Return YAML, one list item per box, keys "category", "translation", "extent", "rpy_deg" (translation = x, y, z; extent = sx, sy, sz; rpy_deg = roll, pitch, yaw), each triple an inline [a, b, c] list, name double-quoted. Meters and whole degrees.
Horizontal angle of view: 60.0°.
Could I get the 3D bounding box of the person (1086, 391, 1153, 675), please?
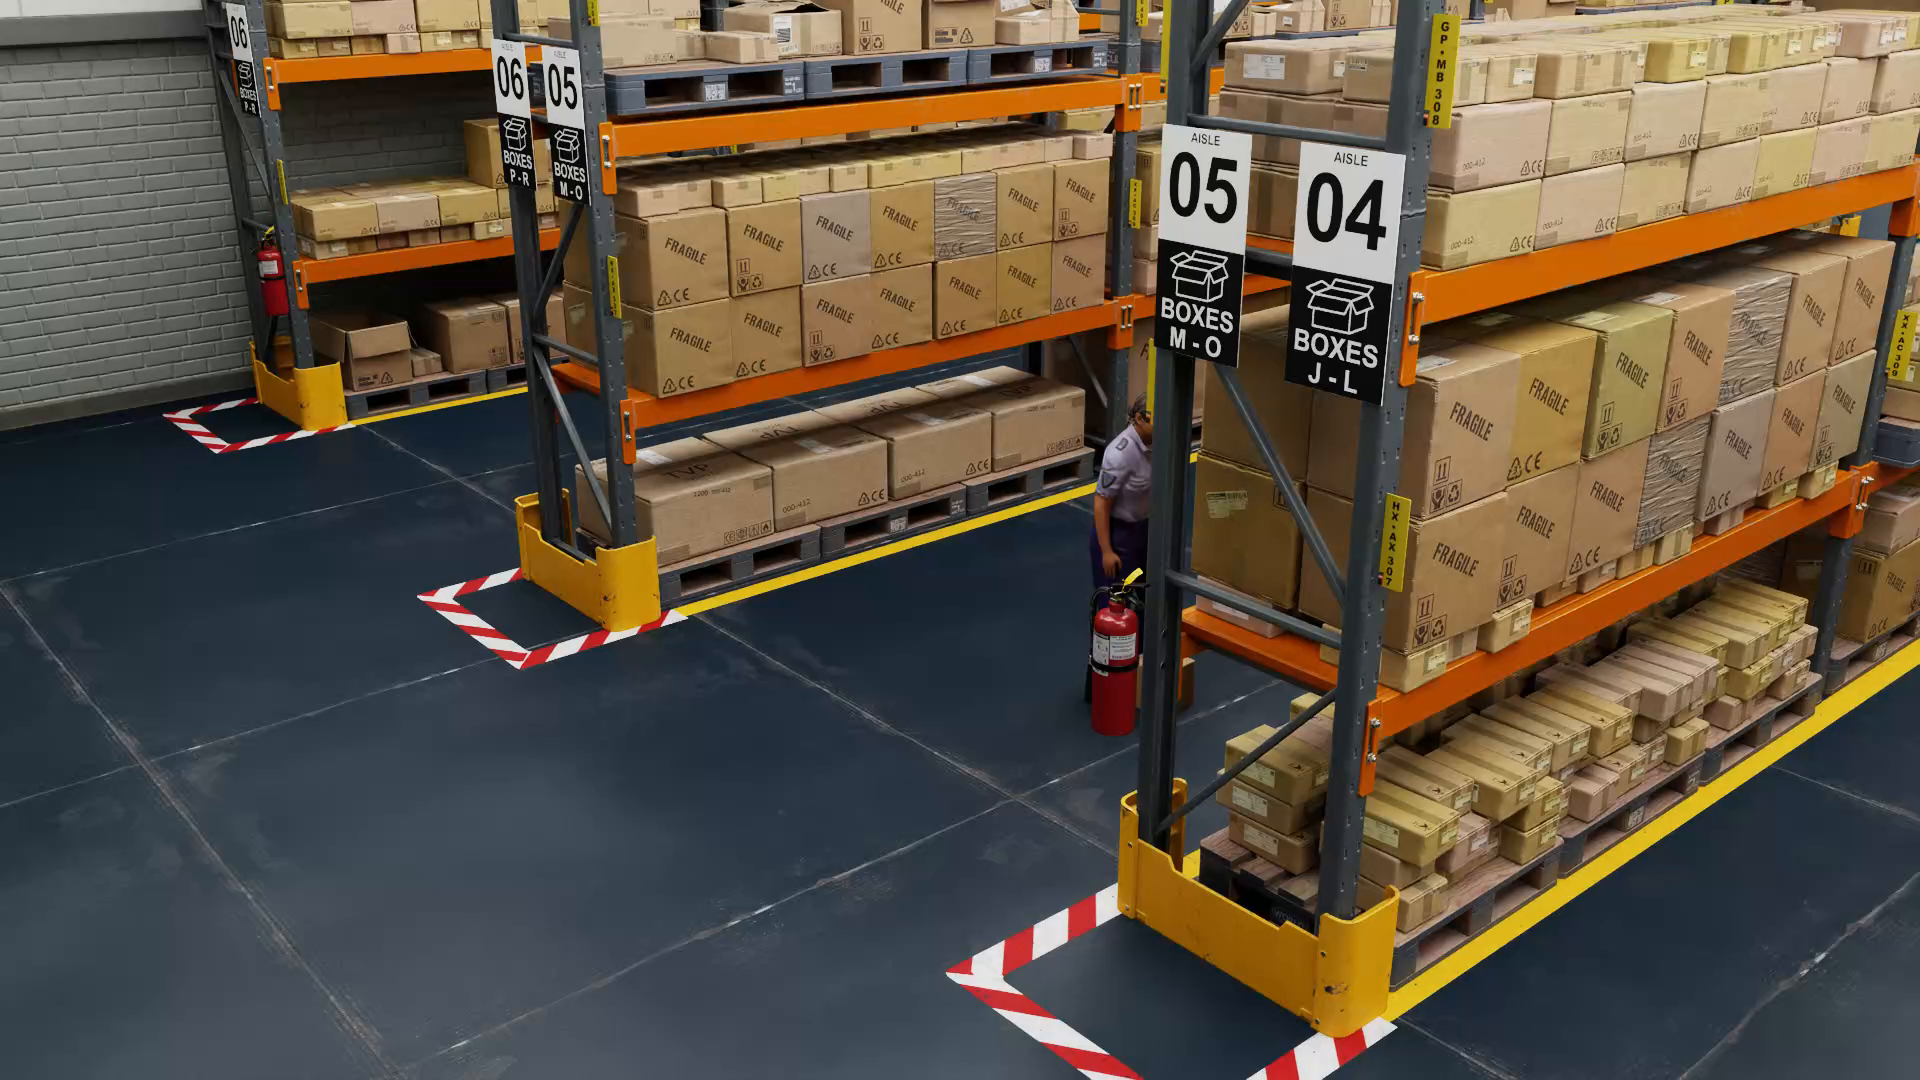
- category: "person"
  translation: [0.899, 0.033, 8.526]
  extent: [0.556, 1.638, 0.416]
  rpy_deg: [-18, 28, -39]
